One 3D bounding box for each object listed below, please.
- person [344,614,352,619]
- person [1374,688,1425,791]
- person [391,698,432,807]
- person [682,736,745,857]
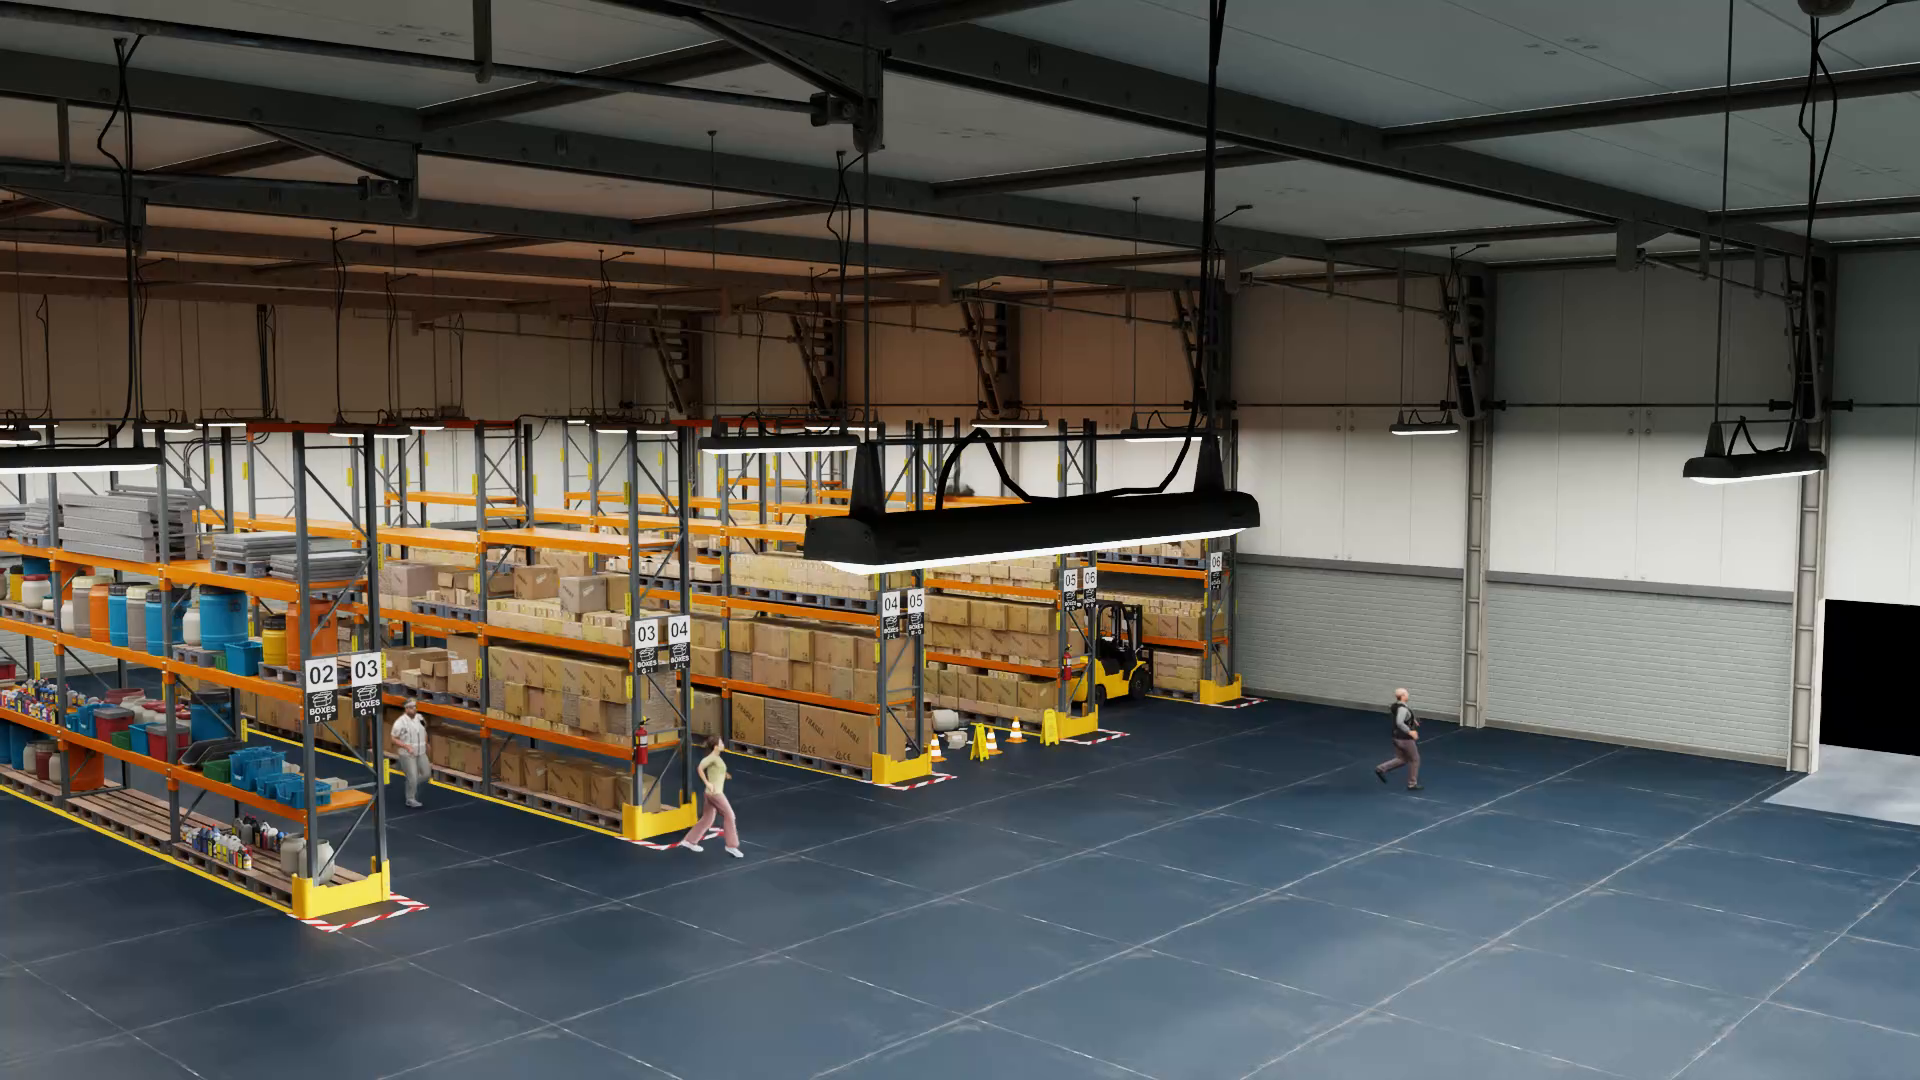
[{"bbox_3d":[-14.036,2.464,37.879,0.545,1.530,0.551,-1,5,-9],"label":"person"},{"bbox_3d":[7.231,3.263,27.245,0.803,1.689,0.668,0,5,-3],"label":"person"},{"bbox_3d":[-8.592,3.326,26.114,0.596,1.736,0.640,4,6,38],"label":"person"},{"bbox_3d":[-3.490,3.603,23.417,0.876,1.699,0.586,-1,5,-10],"label":"person"}]
